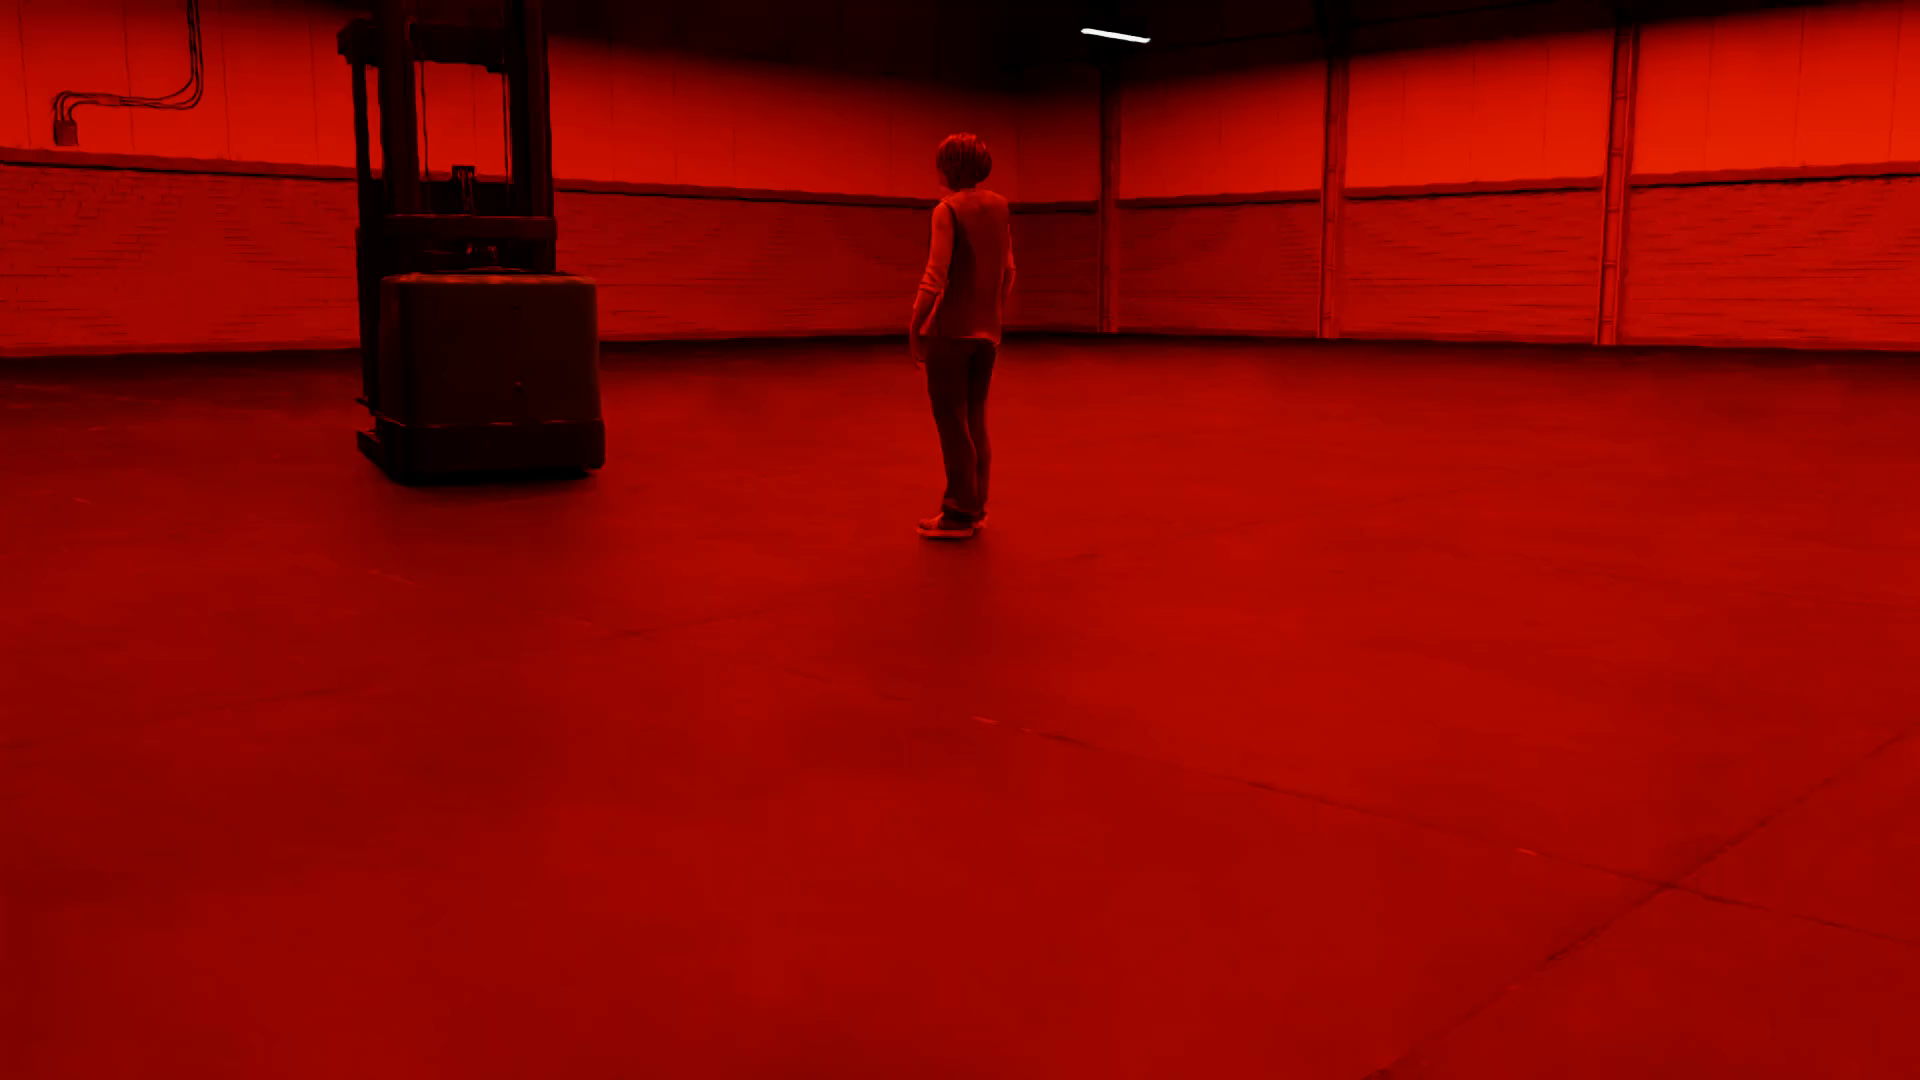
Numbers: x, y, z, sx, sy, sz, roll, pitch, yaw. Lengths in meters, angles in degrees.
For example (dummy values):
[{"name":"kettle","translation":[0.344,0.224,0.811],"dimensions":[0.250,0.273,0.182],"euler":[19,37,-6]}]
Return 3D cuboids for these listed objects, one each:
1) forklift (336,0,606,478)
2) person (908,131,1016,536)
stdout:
[{"name":"forklift","translation":[-3.021,-1.955,9.860],"dimensions":[1.130,2.935,3.031],"euler":[-4,10,-26]},{"name":"person","translation":[-0.044,-0.806,6.658],"dimensions":[0.474,1.597,0.521],"euler":[8,12,43]}]
